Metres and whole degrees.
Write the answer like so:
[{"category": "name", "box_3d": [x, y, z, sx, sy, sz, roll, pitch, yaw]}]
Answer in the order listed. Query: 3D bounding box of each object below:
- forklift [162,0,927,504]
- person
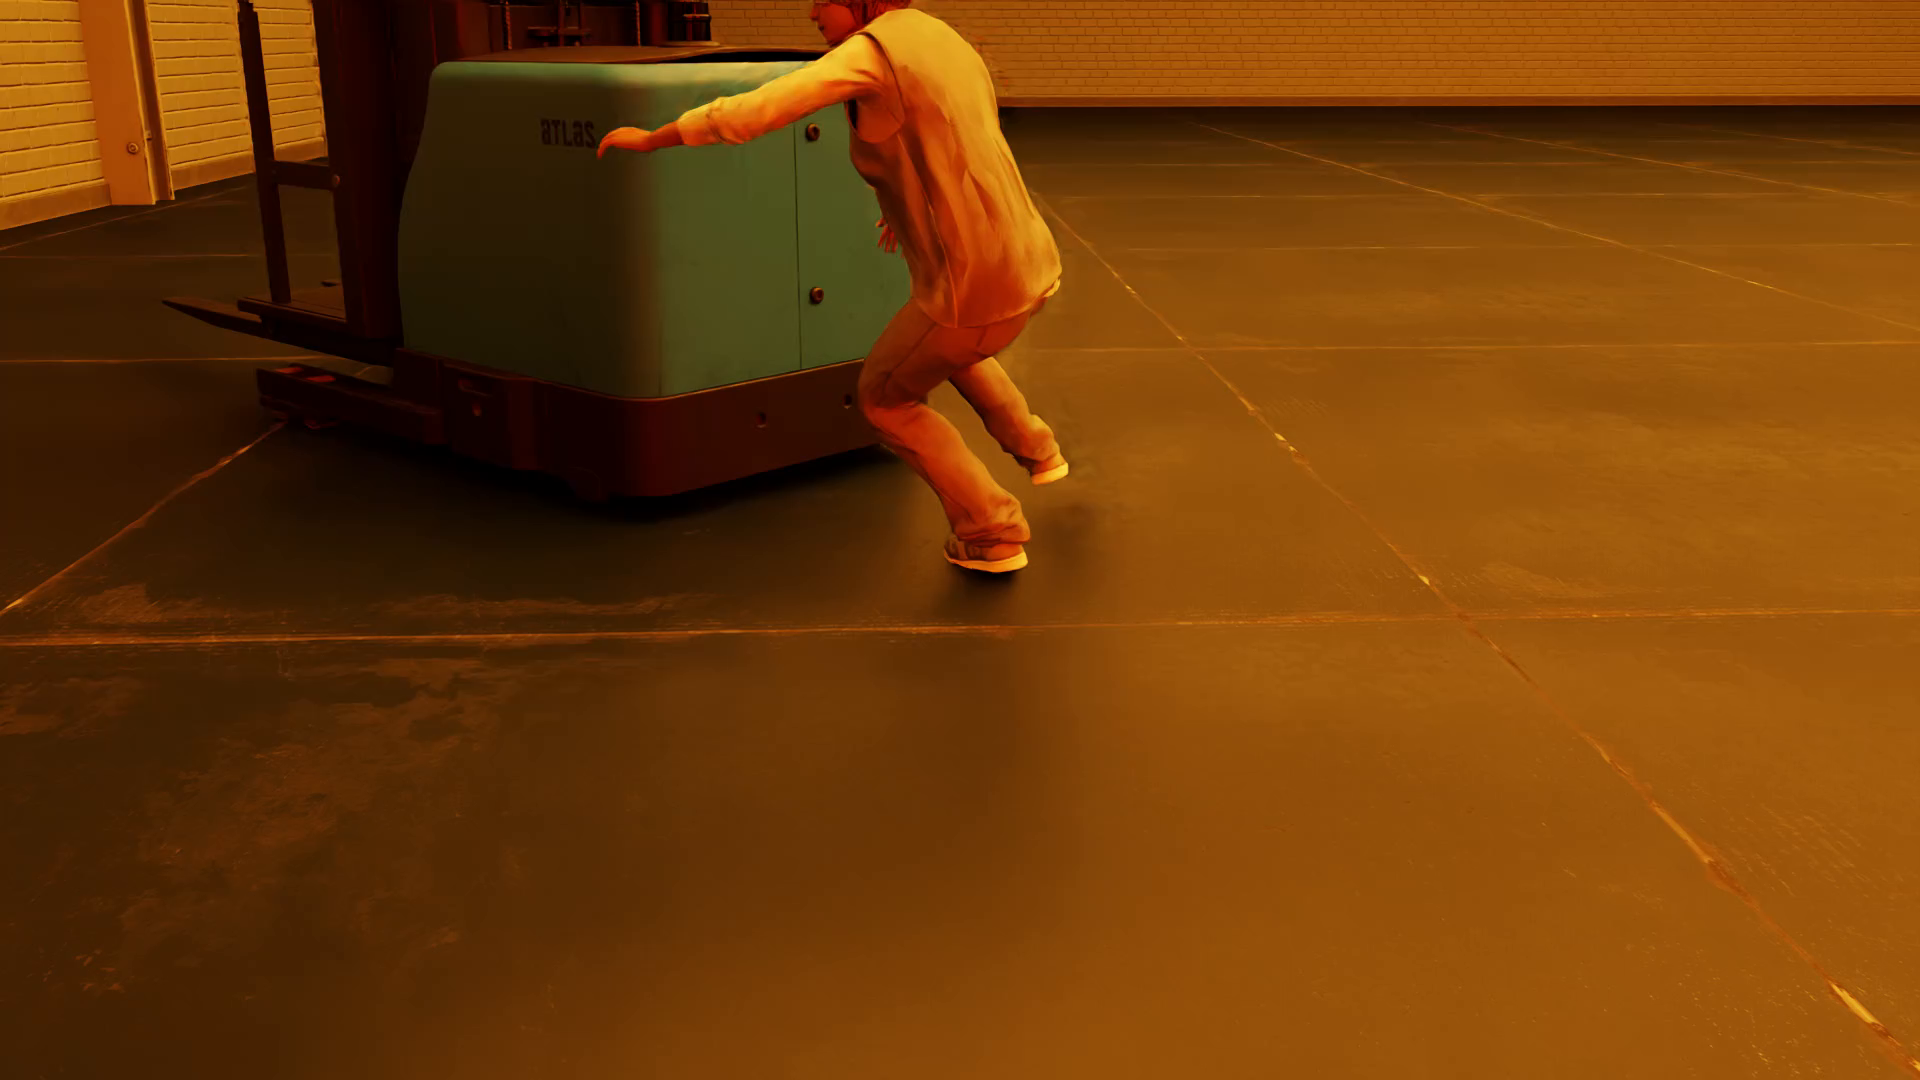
[{"category": "forklift", "box_3d": [-1.527, -1.832, 4.898, 3.031, 2.935, 1.130, 15, 22, 40]}, {"category": "person", "box_3d": [-0.127, -0.605, 3.622, 0.827, 1.362, 1.127, 9, 19, 26]}]
